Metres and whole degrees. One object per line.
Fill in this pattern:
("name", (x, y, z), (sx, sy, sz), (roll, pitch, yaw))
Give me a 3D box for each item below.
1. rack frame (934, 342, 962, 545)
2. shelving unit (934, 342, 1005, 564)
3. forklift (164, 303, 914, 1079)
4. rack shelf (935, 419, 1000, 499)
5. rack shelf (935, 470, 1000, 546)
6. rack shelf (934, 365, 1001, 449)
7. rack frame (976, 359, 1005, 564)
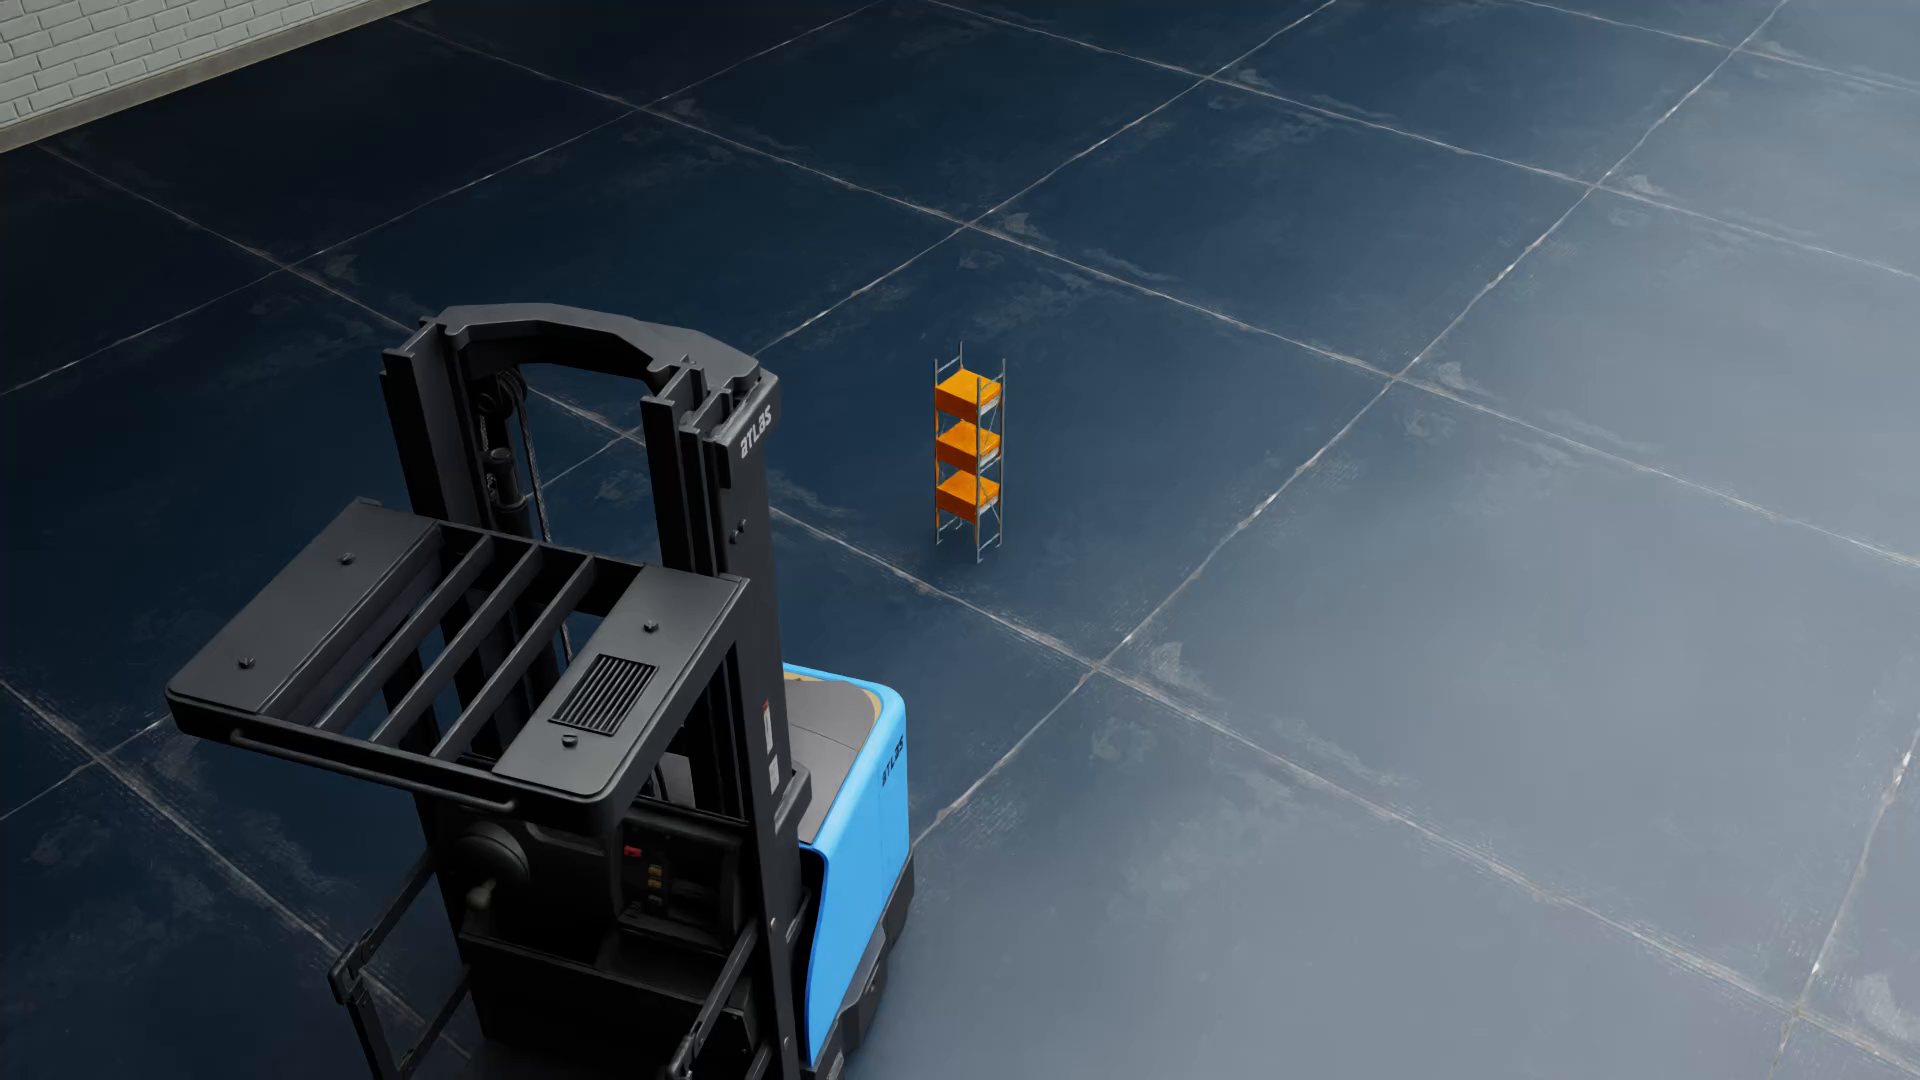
("rack frame", (-0.054, -0.439, 7.820), (0.008, 1.050, 0.200), (25, 45, 29))
("shelving unit", (0.042, -0.393, 7.762), (0.252, 1.050, 0.215), (25, 45, 29))
("forklift", (-1.108, 0.977, 4.485), (1.130, 2.935, 3.031), (11, 39, 14))
("rack shelf", (0.042, -0.385, 7.768), (0.240, 0.259, 0.215), (25, 45, 29))
("rack shelf", (0.042, -0.166, 7.939), (0.240, 0.259, 0.215), (25, 45, 29))
("rack shelf", (0.042, -0.608, 7.593), (0.240, 0.259, 0.215), (25, 45, 29))
("rack frame", (0.139, -0.348, 7.703), (0.008, 1.050, 0.200), (25, 45, 29))
